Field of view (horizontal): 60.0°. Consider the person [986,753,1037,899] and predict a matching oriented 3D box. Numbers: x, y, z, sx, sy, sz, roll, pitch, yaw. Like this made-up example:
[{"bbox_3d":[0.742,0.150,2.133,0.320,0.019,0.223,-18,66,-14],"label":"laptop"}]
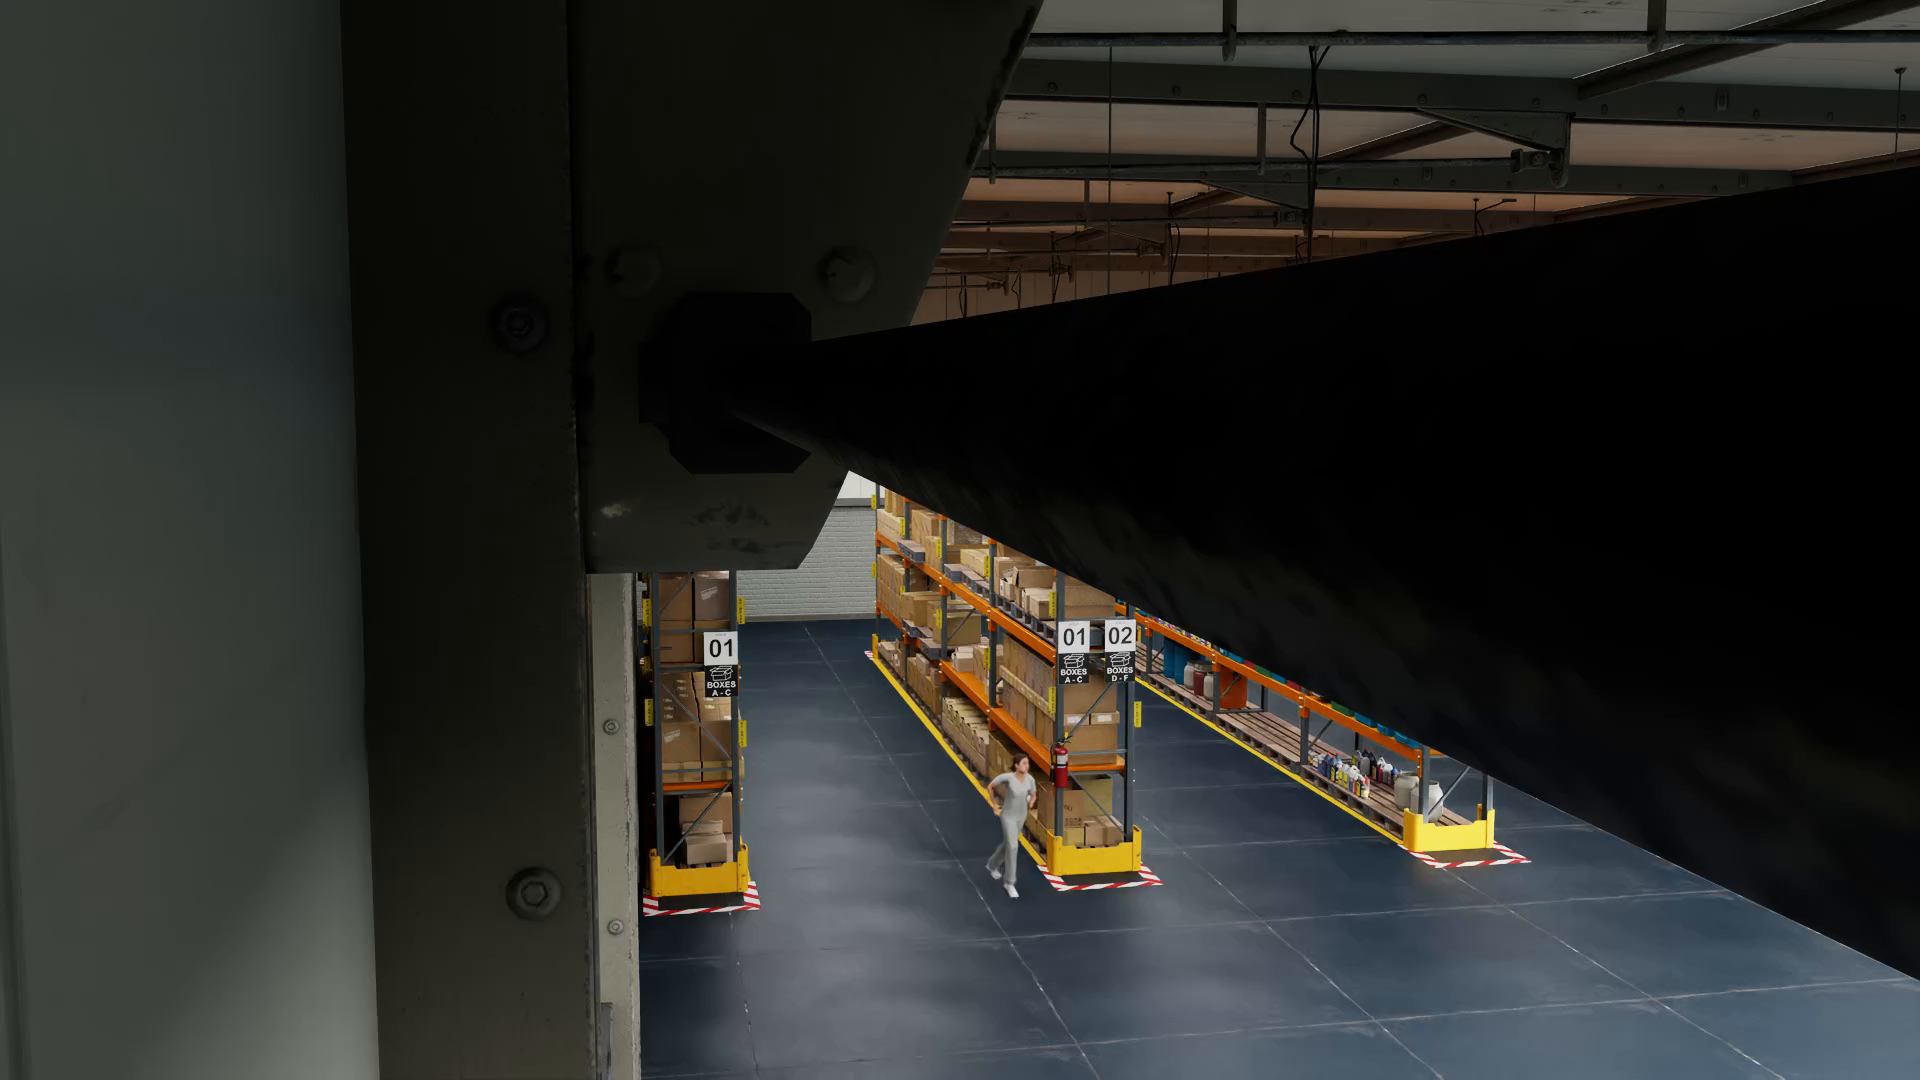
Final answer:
[{"bbox_3d":[0.652,3.398,20.336,0.590,1.633,0.893,-4,7,-32],"label":"person"}]
